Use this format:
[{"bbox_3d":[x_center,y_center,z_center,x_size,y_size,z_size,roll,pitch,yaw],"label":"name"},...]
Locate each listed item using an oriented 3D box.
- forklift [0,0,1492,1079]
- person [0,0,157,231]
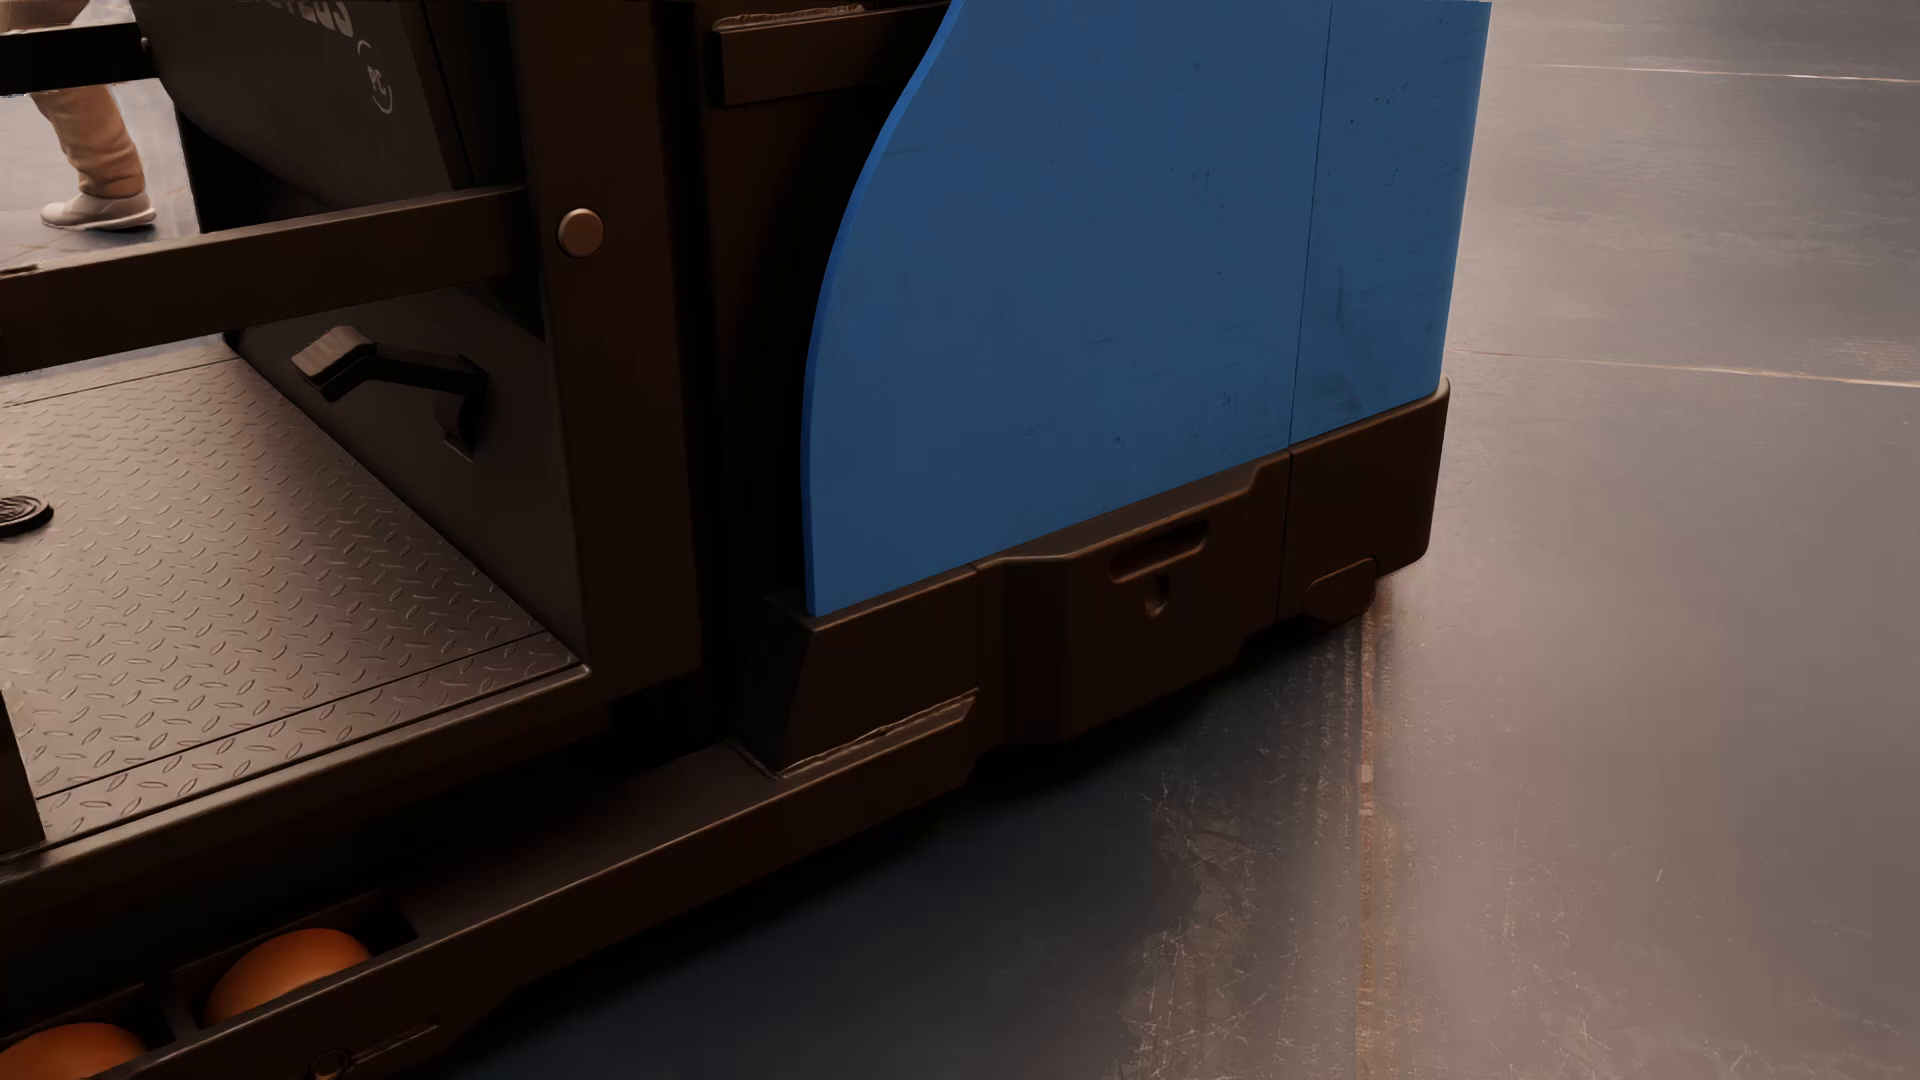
[{"bbox_3d":[-0.816,-1.008,1.243,3.031,2.935,1.130,-19,33,-33],"label":"forklift"},{"bbox_3d":[-1.812,-1.448,3.586,0.886,1.648,0.583,9,28,18],"label":"person"}]
